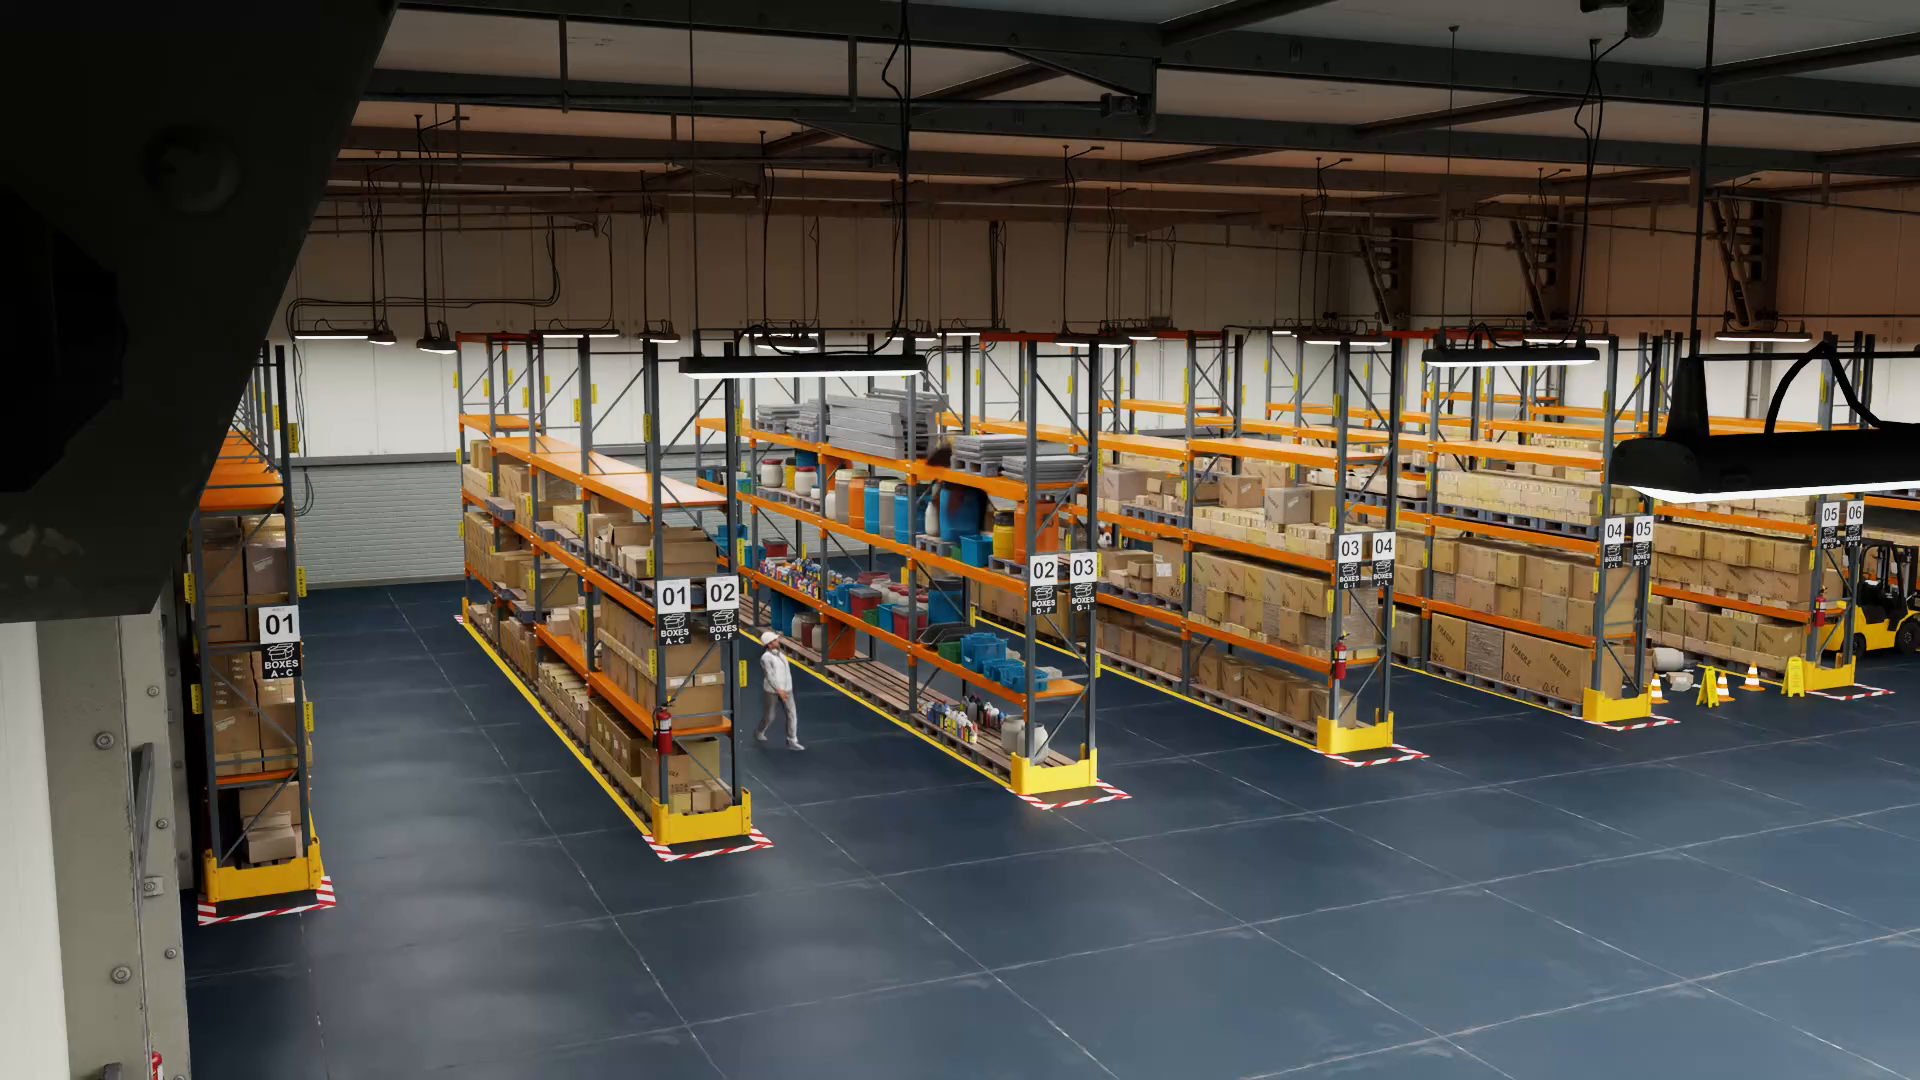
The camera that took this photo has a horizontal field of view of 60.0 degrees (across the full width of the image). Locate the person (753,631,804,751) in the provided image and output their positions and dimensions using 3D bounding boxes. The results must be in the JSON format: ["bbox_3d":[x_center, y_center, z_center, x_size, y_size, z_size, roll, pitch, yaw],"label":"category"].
[{"bbox_3d":[-2.673,2.199,24.327,0.492,1.723,0.930,-6,10,-39],"label":"person"}]

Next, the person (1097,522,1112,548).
[{"bbox_3d":[3.257,0.384,37.811,0.566,1.644,1.028,-3,8,-23],"label":"person"}]

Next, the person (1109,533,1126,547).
[{"bbox_3d":[4.189,-0.506,44.849,0.589,1.578,0.440,-6,10,-37],"label":"person"}]
